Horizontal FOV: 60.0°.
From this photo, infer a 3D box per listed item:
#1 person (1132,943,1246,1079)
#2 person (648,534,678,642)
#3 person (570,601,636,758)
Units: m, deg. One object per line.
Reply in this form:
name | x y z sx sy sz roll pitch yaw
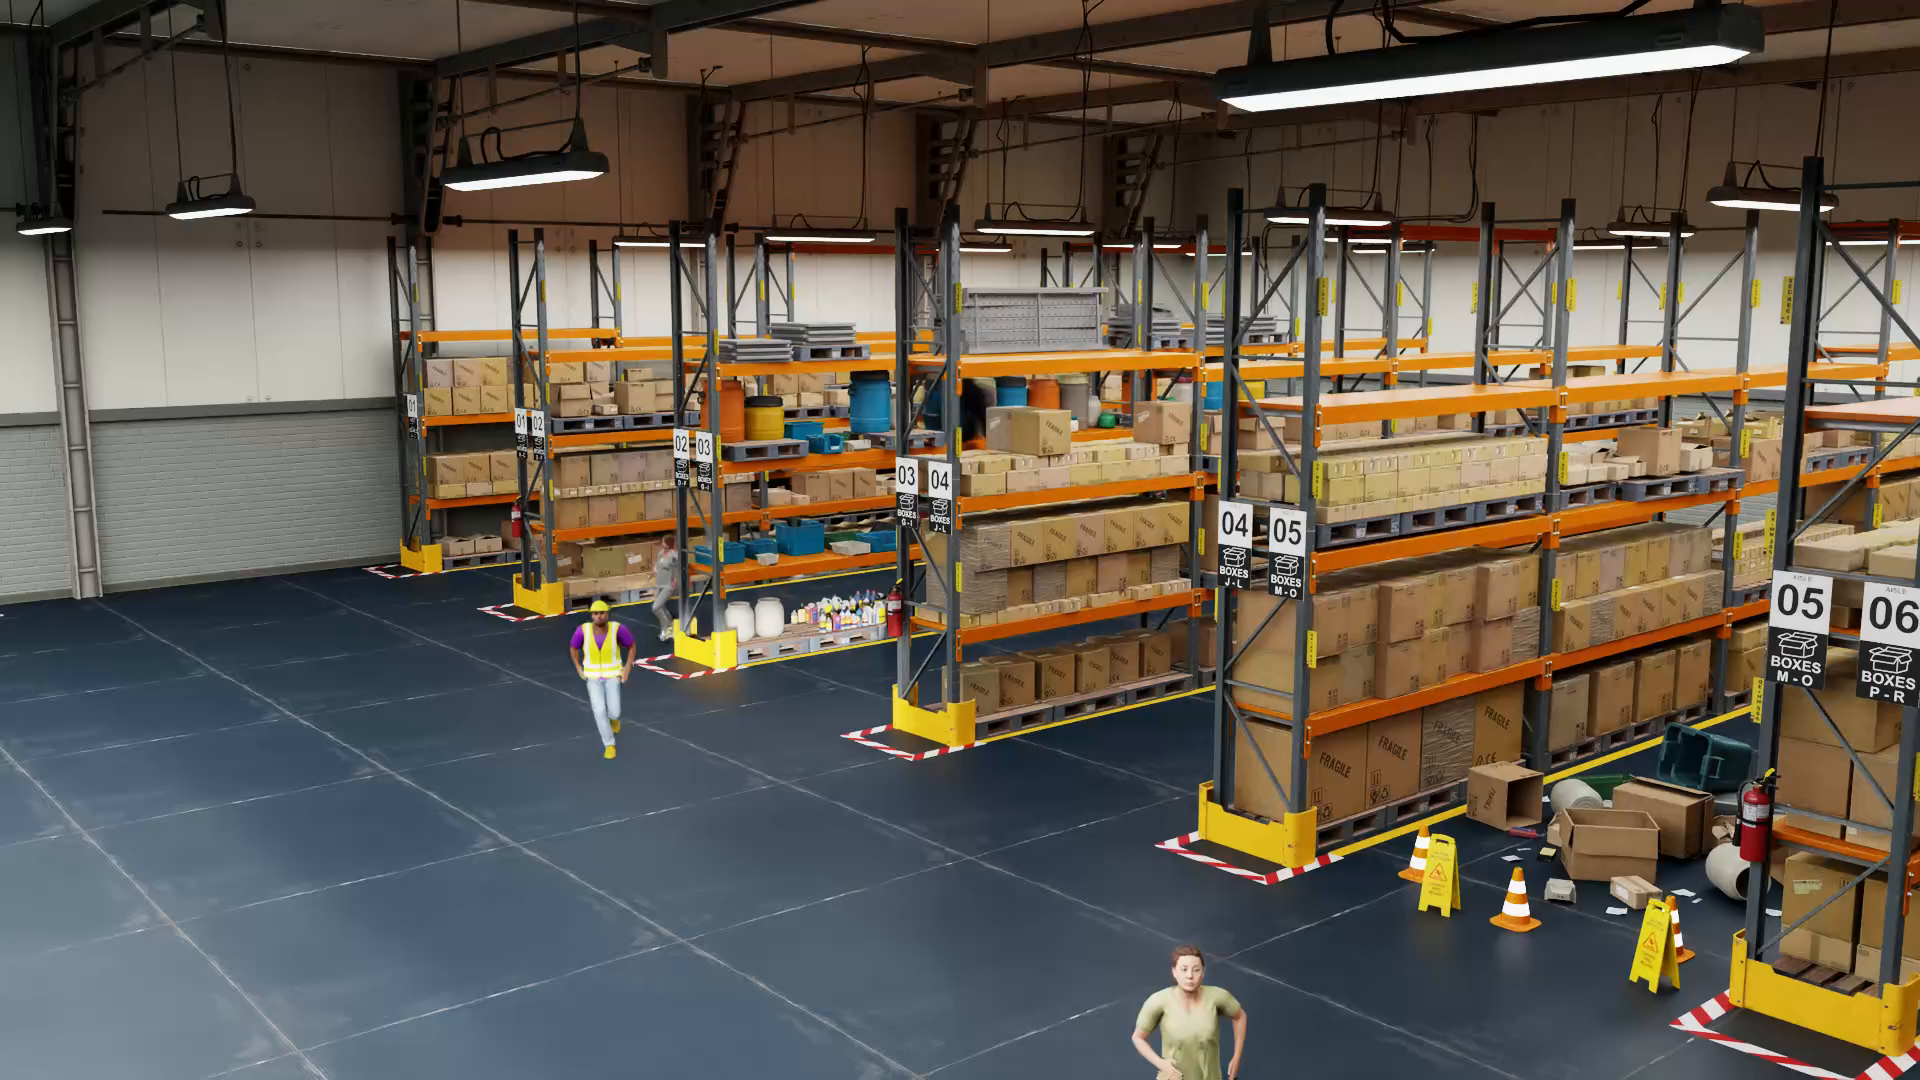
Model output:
person | 1.241 2.984 8.991 0.630 1.639 0.551 1 9 4
person | -4.249 0.699 24.003 0.589 1.570 0.520 8 12 43
person | -3.958 1.503 18.450 0.723 1.729 0.686 -1 9 -7
